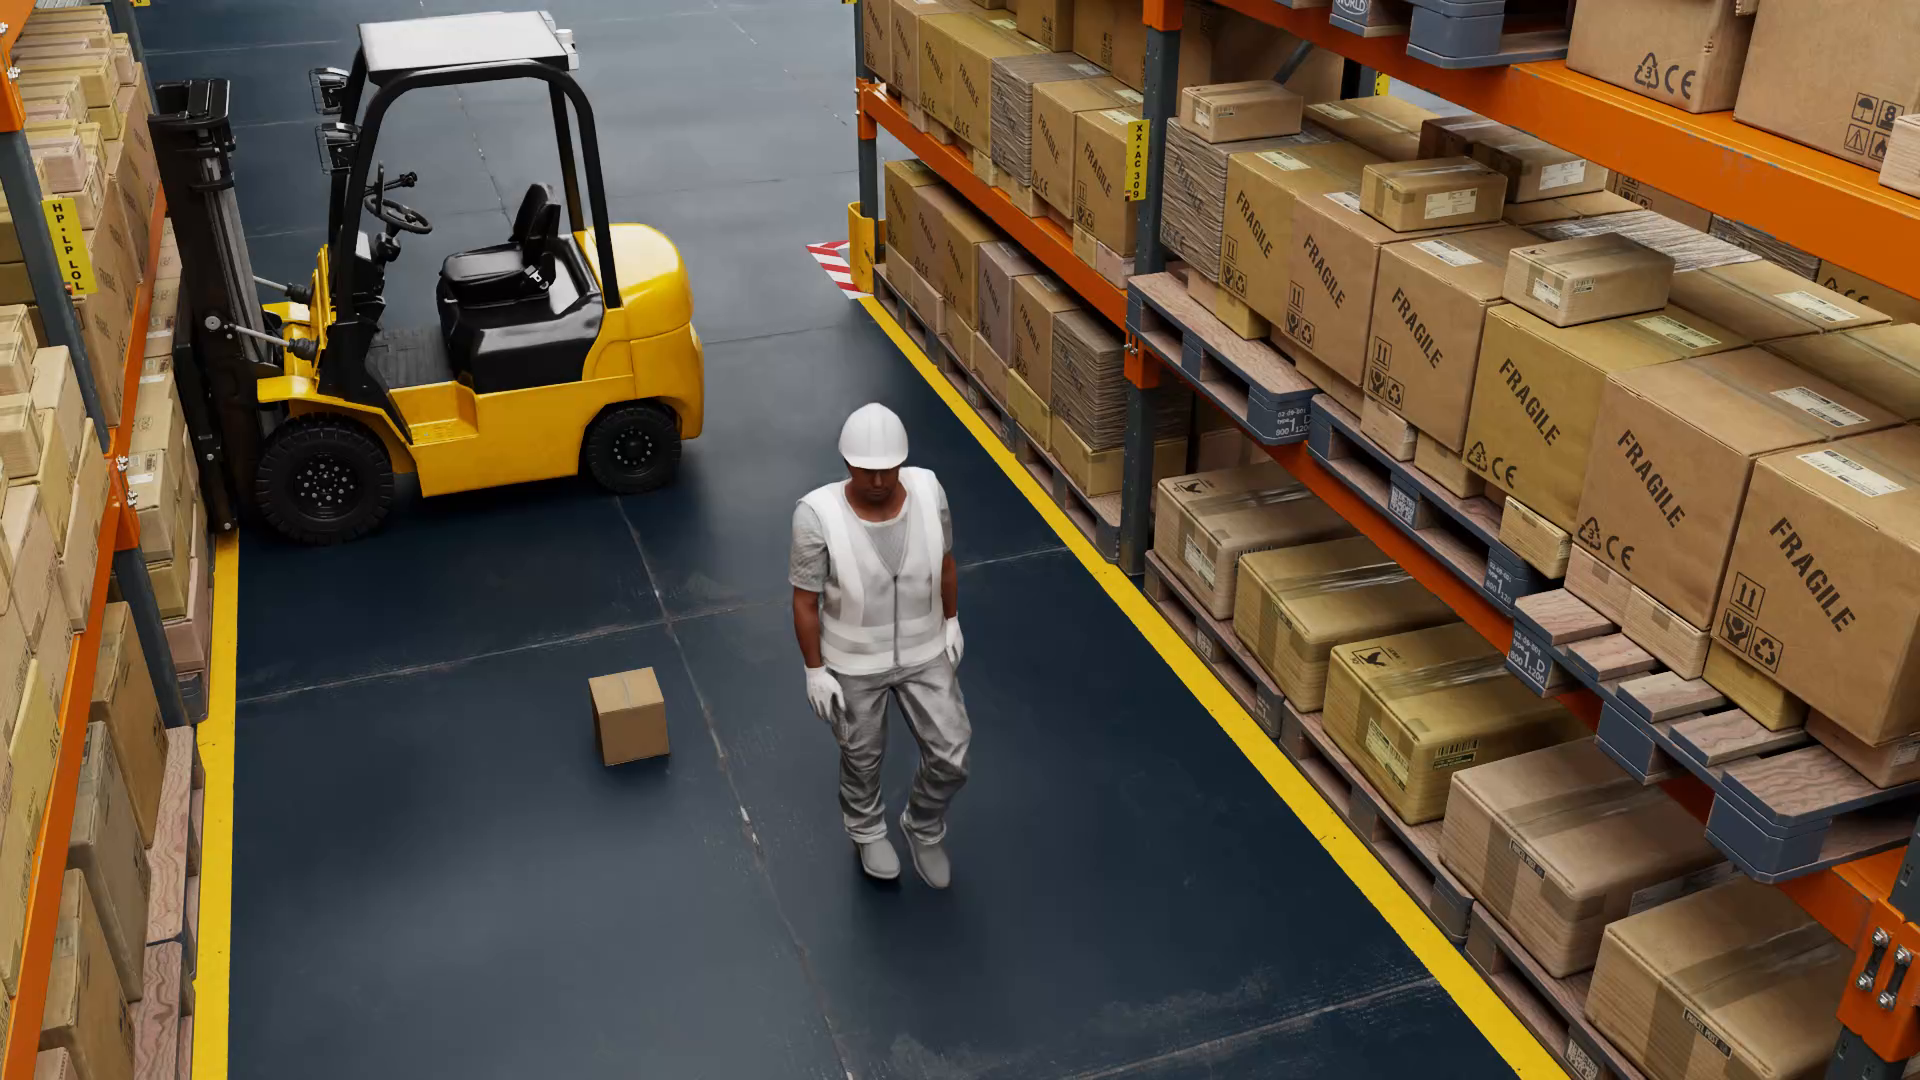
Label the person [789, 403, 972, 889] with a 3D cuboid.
[{"bbox_3d":[-0.232,0.406,5.392,0.596,1.829,0.469,-10,31,-17],"label":"person"}]
